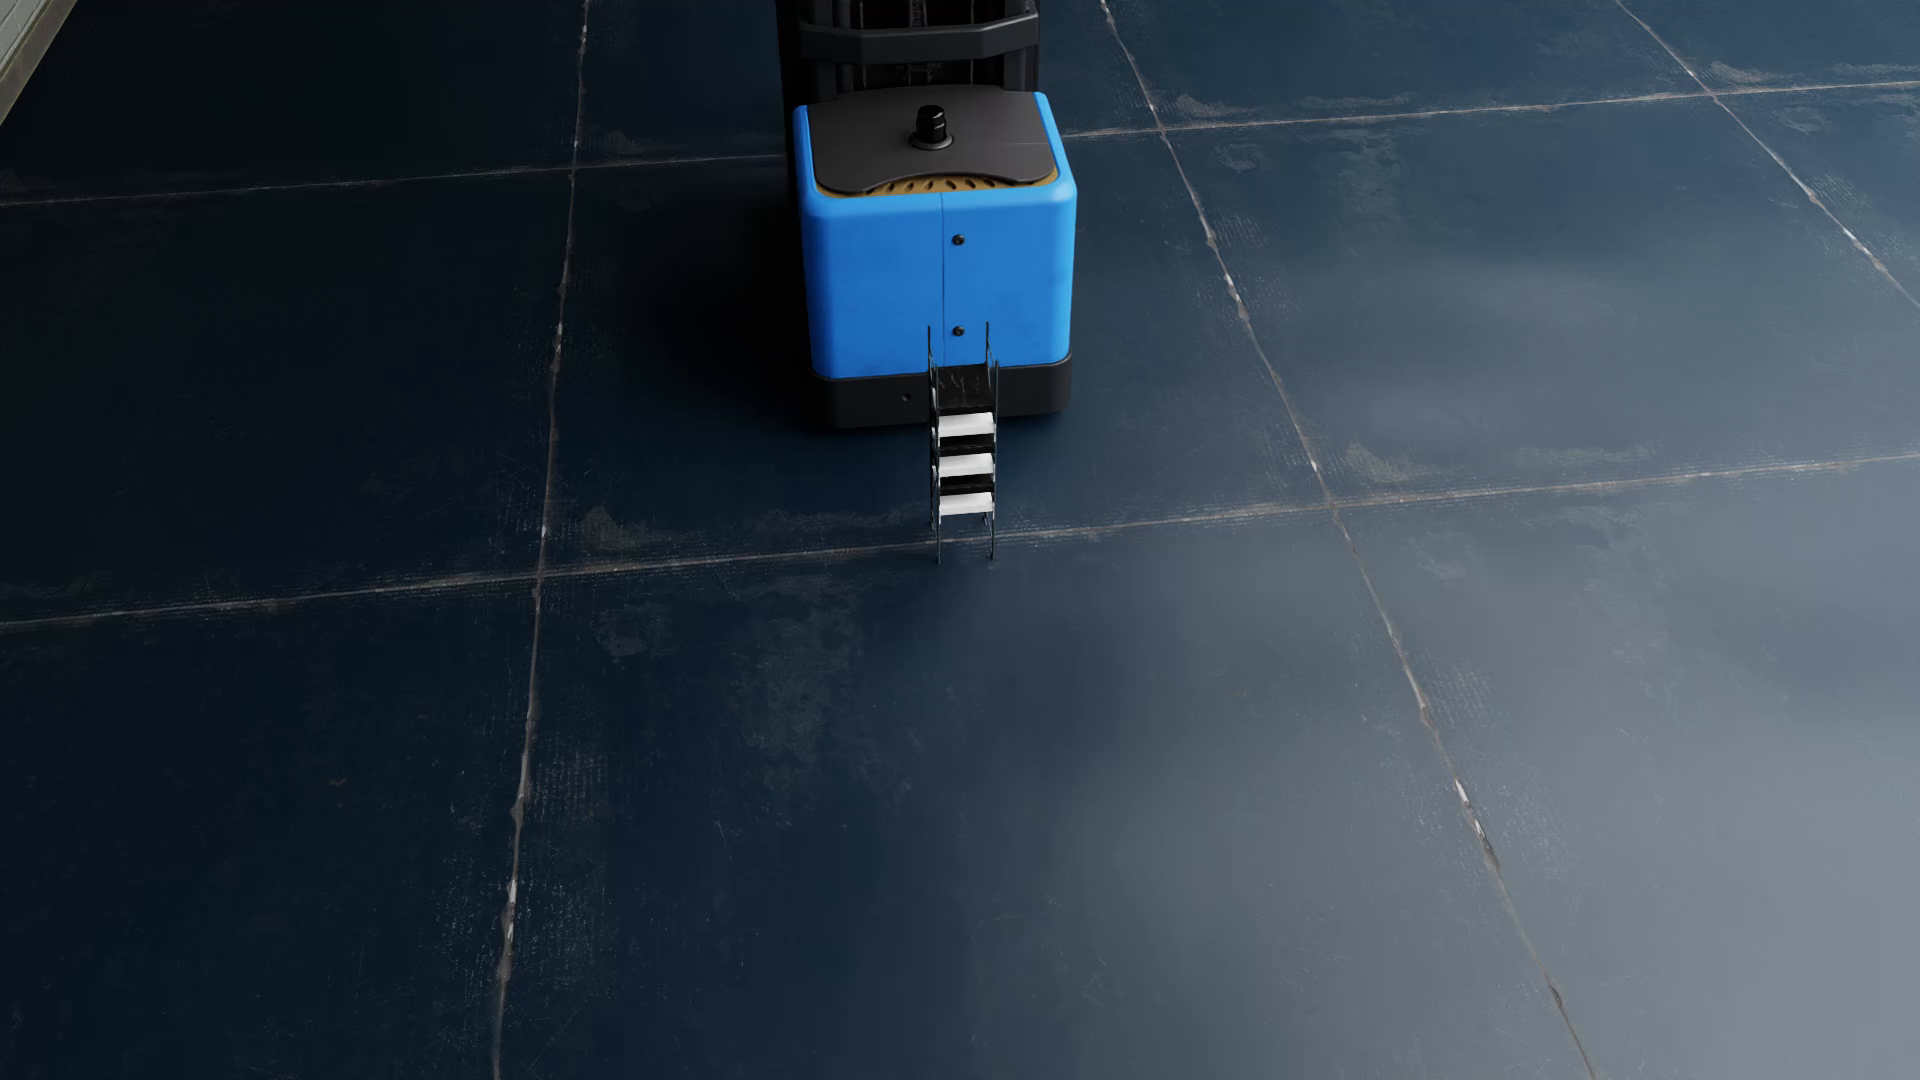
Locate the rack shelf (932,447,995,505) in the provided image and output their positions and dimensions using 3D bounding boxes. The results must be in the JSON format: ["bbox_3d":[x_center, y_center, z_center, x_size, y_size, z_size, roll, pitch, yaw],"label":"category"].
[{"bbox_3d":[0.008,-0.243,6.032,0.200,0.077,0.258,-5,42,-6],"label":"rack shelf"}]

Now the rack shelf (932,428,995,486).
[{"bbox_3d":[0.008,-0.310,5.972,0.200,0.077,0.258,-5,42,-6],"label":"rack shelf"}]

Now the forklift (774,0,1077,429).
[{"bbox_3d":[-0.241,-2.517,6.853,1.130,2.935,3.031,-5,42,-5],"label":"forklift"}]

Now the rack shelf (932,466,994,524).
[{"bbox_3d":[0.008,-0.176,6.092,0.200,0.077,0.258,-5,42,-6],"label":"rack shelf"}]

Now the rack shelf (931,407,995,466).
[{"bbox_3d":[0.008,-0.377,5.911,0.200,0.077,0.258,-5,42,-6],"label":"rack shelf"}]

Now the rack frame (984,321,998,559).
[{"bbox_3d":[0.109,-0.344,5.959,0.006,0.900,0.240,-5,42,-6],"label":"rack frame"}]

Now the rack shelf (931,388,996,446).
[{"bbox_3d":[0.008,-0.444,5.851,0.200,0.077,0.258,-5,42,-6],"label":"rack shelf"}]

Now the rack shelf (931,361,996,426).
[{"bbox_3d":[0.008,-0.511,5.791,0.200,0.077,0.258,-5,42,-6],"label":"rack shelf"}]

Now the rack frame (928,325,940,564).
[{"bbox_3d":[-0.093,-0.326,5.940,0.006,0.900,0.240,-5,42,-6],"label":"rack frame"}]

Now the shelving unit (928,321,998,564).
[{"bbox_3d":[0.008,-0.335,5.949,0.210,0.900,0.258,-5,42,-6],"label":"shelving unit"}]
